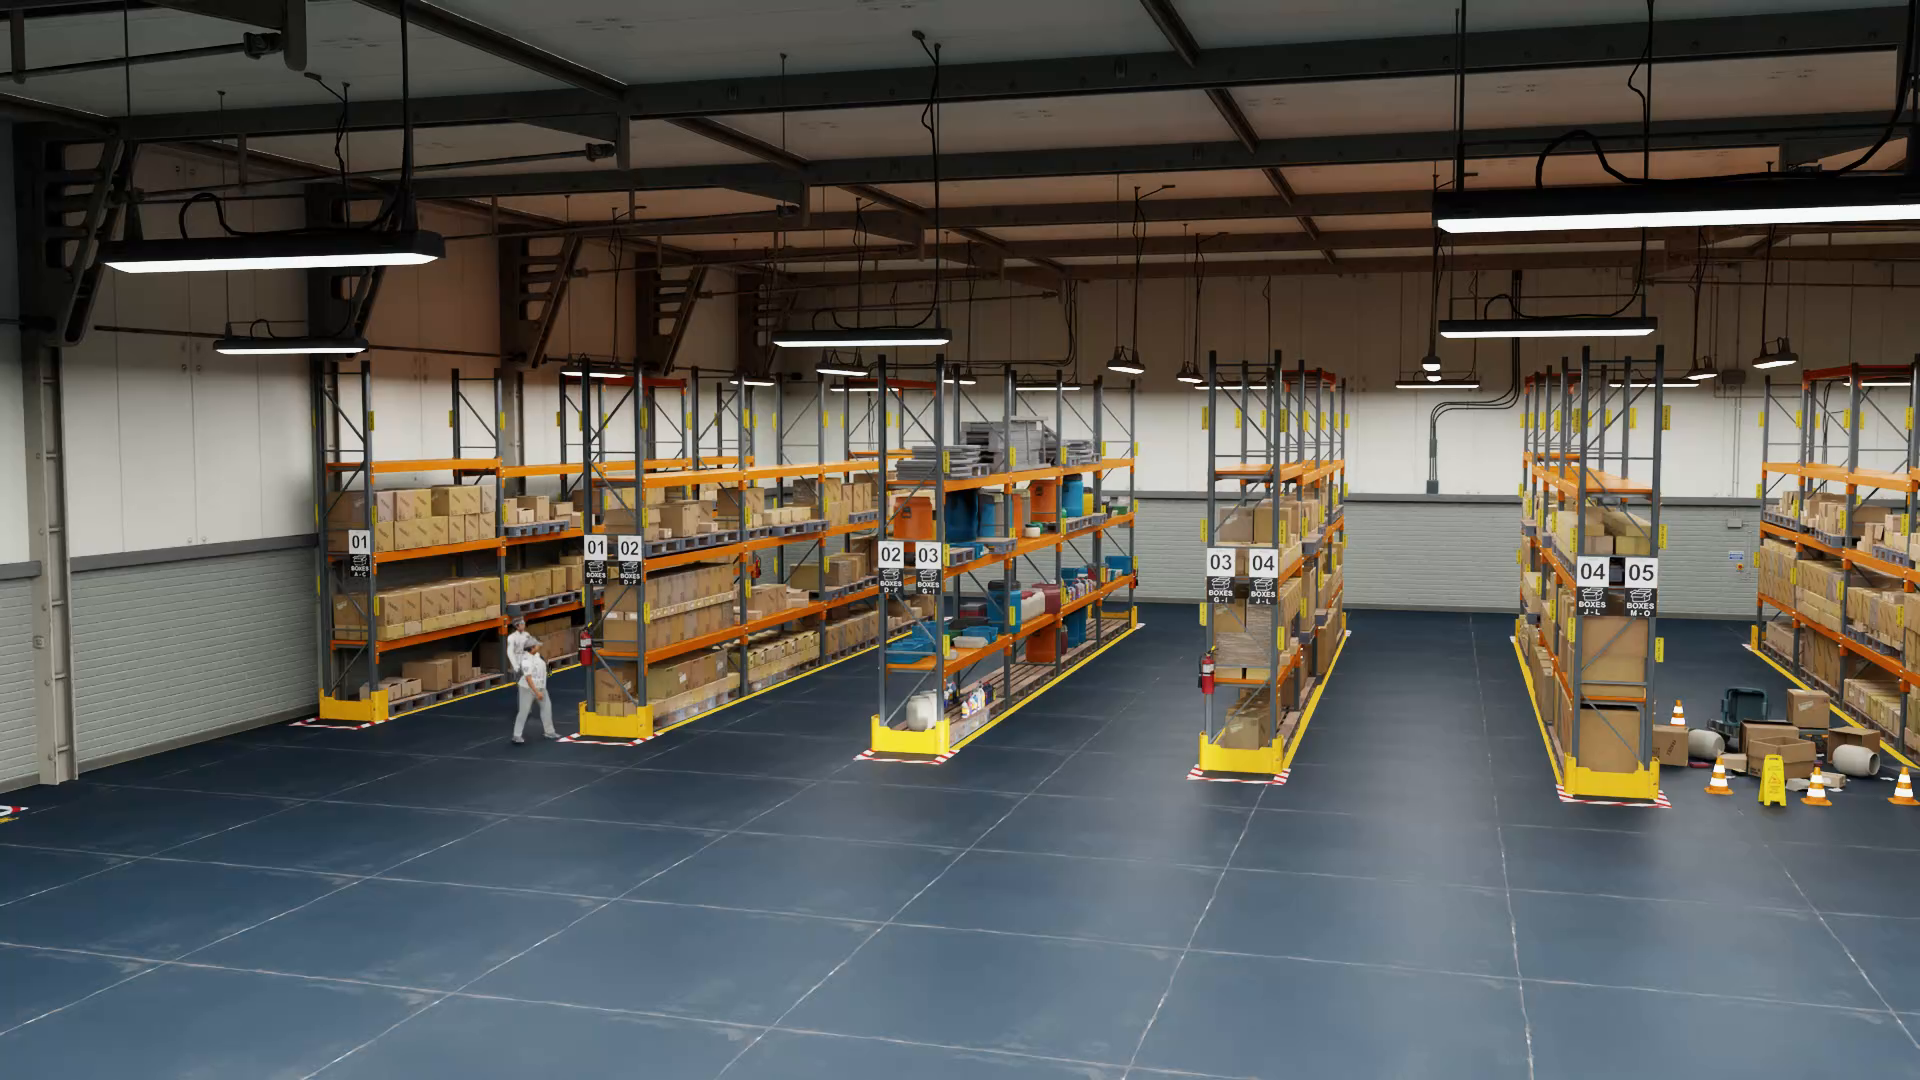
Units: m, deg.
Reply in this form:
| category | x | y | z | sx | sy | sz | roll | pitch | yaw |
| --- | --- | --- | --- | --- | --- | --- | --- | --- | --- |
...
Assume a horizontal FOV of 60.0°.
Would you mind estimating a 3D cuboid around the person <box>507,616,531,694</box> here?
| category | x | y | z | sx | sy | sz | roll | pitch | yaw |
| --- | --- | --- | --- | --- | --- | --- | --- | --- | --- |
| person | -7.561 | 2.130 | 28.657 | 0.437 | 1.637 | 0.974 | -1 | 4 | -7 |

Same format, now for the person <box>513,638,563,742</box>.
| category | x | y | z | sx | sy | sz | roll | pitch | yaw |
| --- | --- | --- | --- | --- | --- | --- | --- | --- | --- |
| person | -6.652 | 2.338 | 26.064 | 0.612 | 1.659 | 0.669 | 1 | 4 | 19 |
